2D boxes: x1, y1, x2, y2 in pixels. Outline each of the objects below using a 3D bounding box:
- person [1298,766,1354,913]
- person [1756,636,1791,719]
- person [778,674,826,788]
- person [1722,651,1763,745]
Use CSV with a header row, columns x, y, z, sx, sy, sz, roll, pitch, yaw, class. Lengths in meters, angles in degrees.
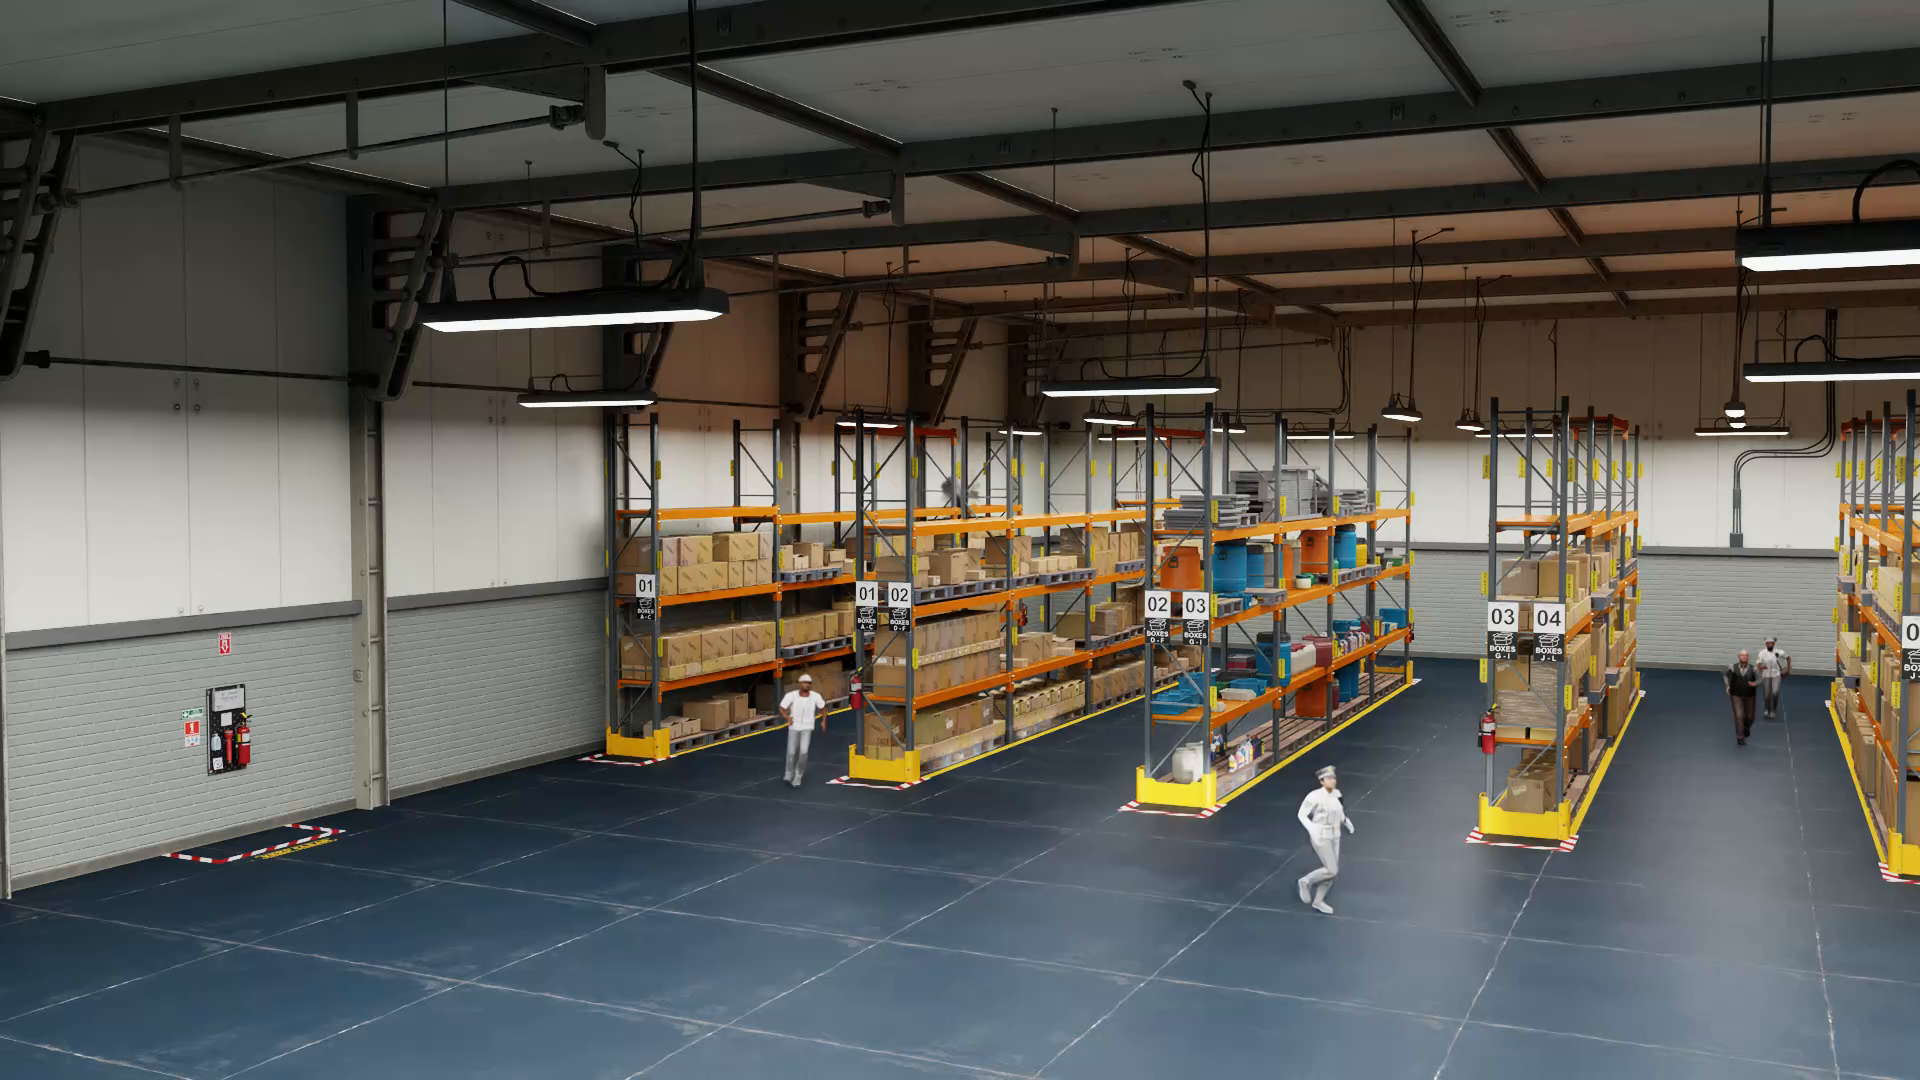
x,y,z,sx,sy,sz,roll,pitch,yaw,class
4.173,3.382,18.860,0.605,1.669,0.569,-2,3,-34,person
16.296,2.751,33.345,0.587,1.668,0.833,2,3,34,person
-2.508,3.024,26.442,0.773,1.787,0.632,0,2,-6,person
14.305,2.869,30.391,0.668,1.698,0.896,1,3,20,person
